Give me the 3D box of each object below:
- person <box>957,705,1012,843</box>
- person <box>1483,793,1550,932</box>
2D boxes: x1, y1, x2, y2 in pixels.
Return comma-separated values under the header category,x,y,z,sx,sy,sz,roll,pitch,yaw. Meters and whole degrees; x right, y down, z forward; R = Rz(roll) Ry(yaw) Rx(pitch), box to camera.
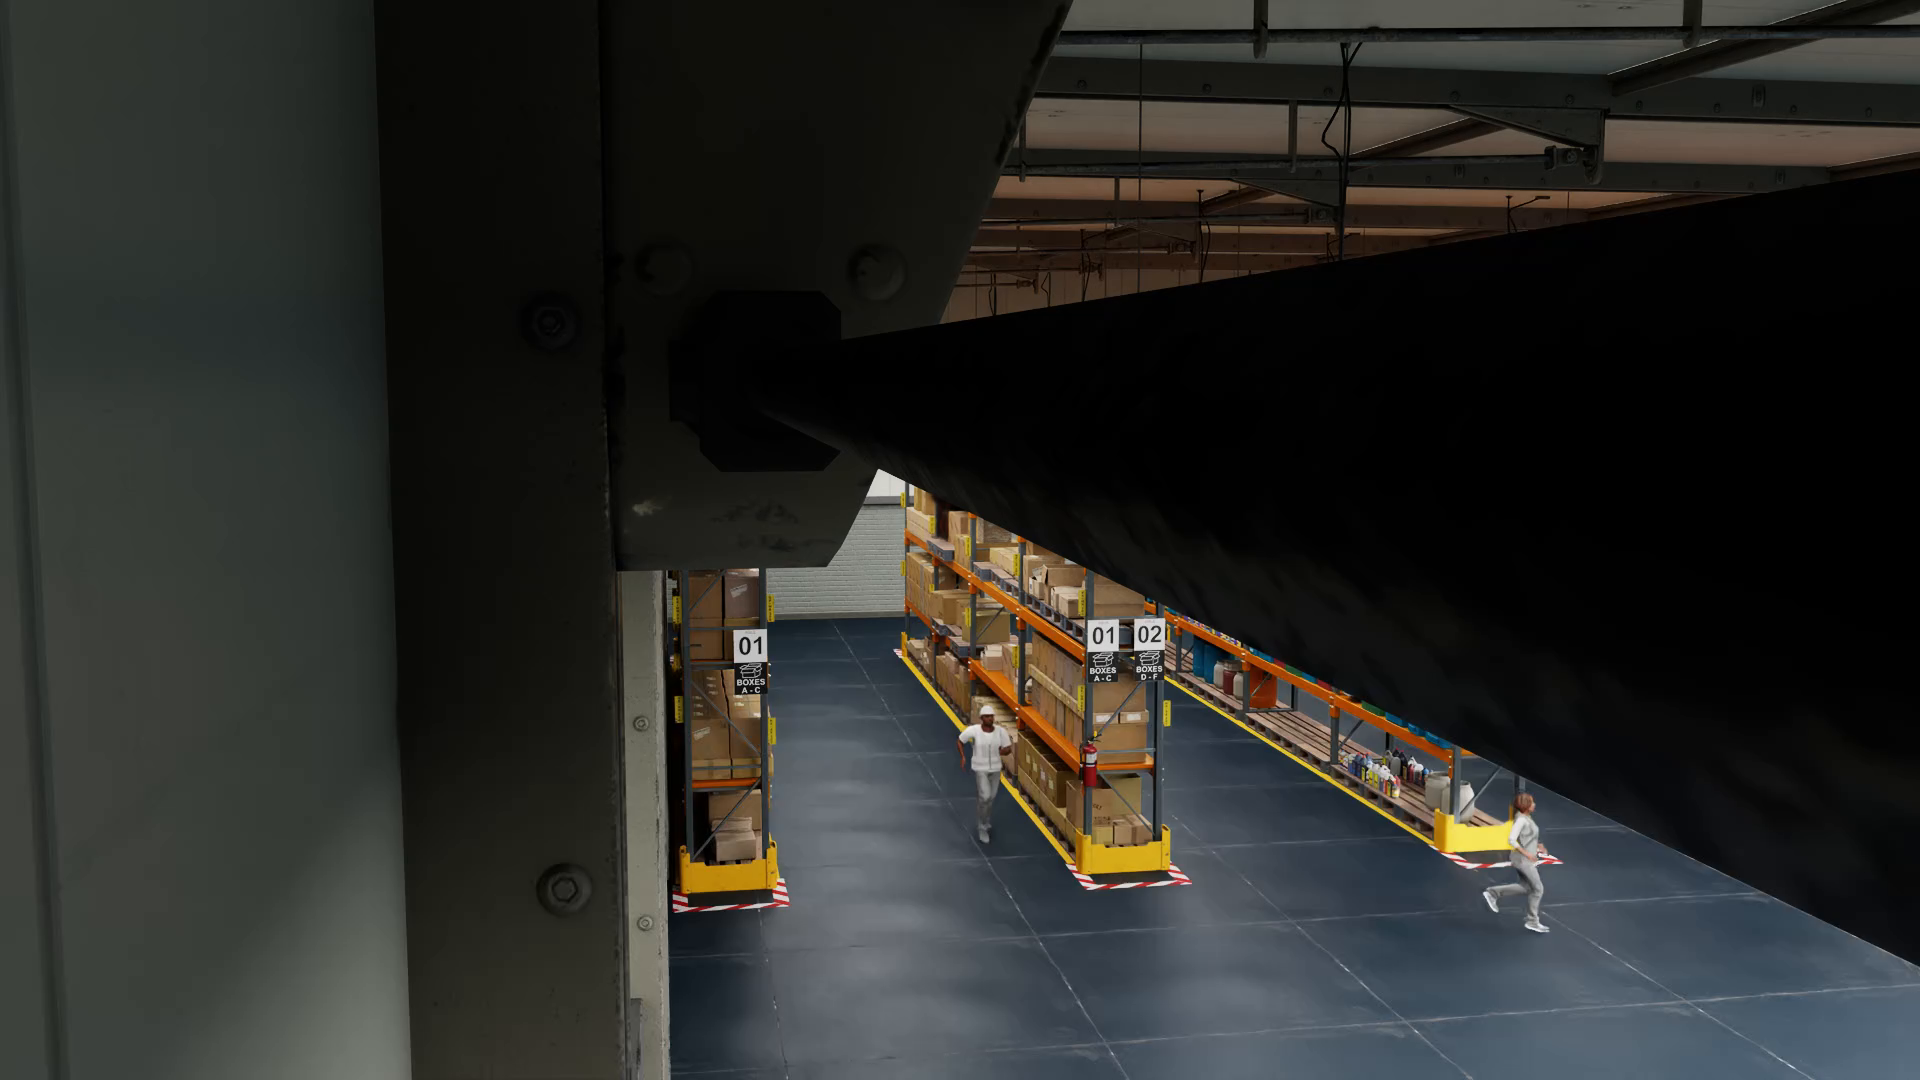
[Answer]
category,x,y,z,sx,sy,sz,roll,pitch,yaw
person,0.361,3.132,22.427,0.672,1.831,0.770,-2,6,-20
person,6.290,3.623,18.724,0.723,1.584,0.541,2,6,16
